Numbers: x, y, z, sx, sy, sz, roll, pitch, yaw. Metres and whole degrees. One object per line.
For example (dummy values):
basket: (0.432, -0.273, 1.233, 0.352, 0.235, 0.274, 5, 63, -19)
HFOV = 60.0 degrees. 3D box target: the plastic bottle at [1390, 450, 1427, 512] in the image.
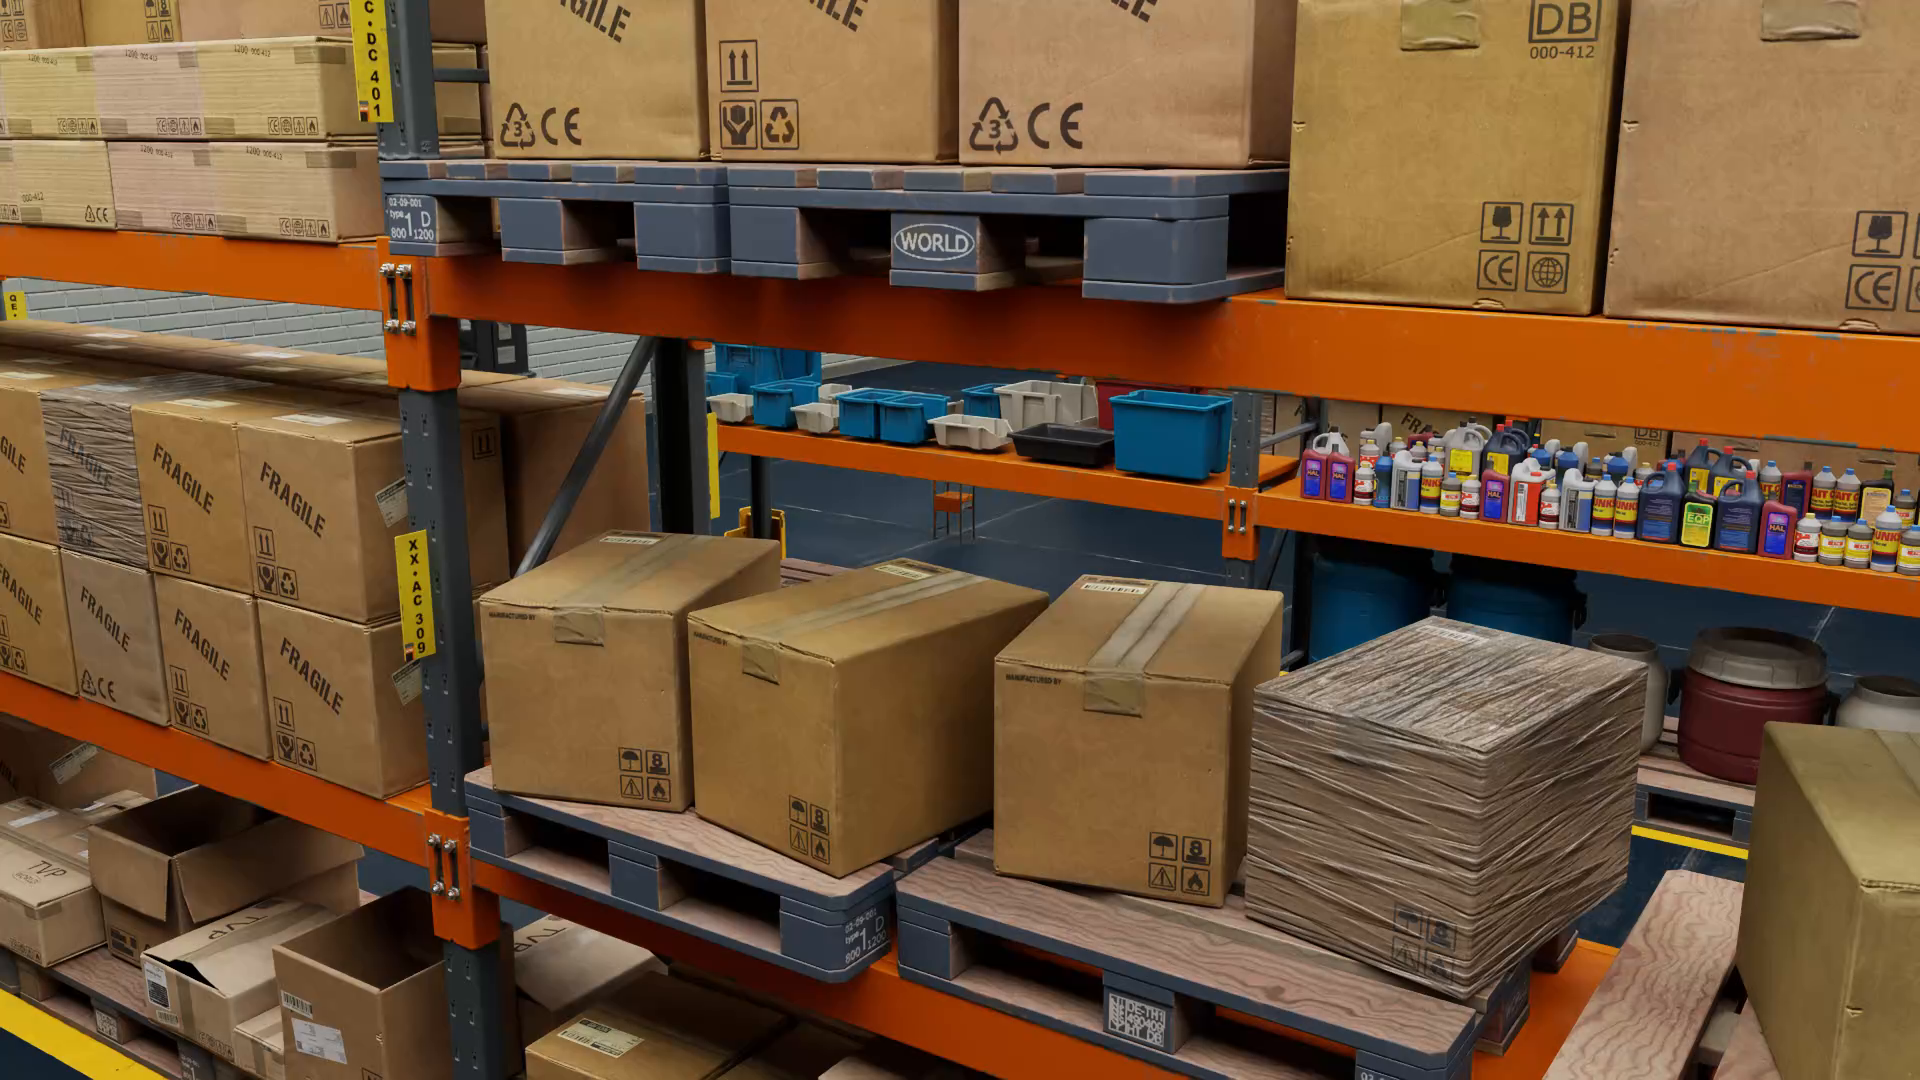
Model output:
plastic bottle: (2.164, -0.288, 8.001, 0.135, 0.276, 0.152, 9, 17, 33)

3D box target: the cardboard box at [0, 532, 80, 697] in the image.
cardboard box: (-2.917, 0.183, 5.635, 0.500, 0.500, 0.500, 9, 17, 34)

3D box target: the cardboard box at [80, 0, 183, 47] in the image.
cardboard box: (-2.258, -1.757, 5.146, 0.500, 0.500, 0.700, 9, 17, 33)

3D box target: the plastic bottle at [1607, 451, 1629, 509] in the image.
plastic bottle: (3.168, -0.291, 8.024, 0.097, 0.271, 0.097, 0, 14, 0)

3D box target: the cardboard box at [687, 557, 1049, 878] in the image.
cardboard box: (-0.204, 0.387, 3.934, 0.500, 0.500, 0.700, 13, 19, 42)

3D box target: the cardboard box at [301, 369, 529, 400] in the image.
cardboard box: (-1.741, -0.270, 5.383, 0.500, 0.500, 0.500, 9, 16, 31)

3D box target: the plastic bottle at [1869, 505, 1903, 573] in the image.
plastic bottle: (3.834, -0.008, 6.879, 0.097, 0.271, 0.097, 0, 14, 0)

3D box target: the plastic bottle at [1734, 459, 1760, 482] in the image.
plastic bottle: (3.679, -0.247, 7.836, 0.135, 0.276, 0.152, 9, 17, 33)

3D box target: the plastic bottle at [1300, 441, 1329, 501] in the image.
plastic bottle: (1.755, -0.344, 8.214, 0.133, 0.283, 0.061, 9, 17, 33)

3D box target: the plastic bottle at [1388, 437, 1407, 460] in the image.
plastic bottle: (2.308, -0.440, 8.772, 0.097, 0.201, 0.097, 0, 14, 0)

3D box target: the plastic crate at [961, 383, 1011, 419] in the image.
plastic crate: (0.217, -0.795, 10.016, 0.300, 0.233, 0.416, 9, 17, 33)

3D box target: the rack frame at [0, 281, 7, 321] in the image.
rack frame: (-4.398, -0.084, 6.922, 0.127, 3.000, 1.000, 9, 17, 33)

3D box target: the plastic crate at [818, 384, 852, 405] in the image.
plastic crate: (-0.853, -0.899, 10.638, 0.243, 0.136, 0.396, 9, 17, 33)

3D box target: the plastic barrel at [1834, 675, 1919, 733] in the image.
plastic barrel: (4.074, 0.885, 7.309, 0.421, 0.512, 0.421, 0, 14, 0)

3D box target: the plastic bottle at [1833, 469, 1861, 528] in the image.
plastic bottle: (4.062, -0.191, 7.618, 0.097, 0.271, 0.097, 0, 14, 0)

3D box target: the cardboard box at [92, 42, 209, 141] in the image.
cardboard box: (-2.047, -1.253, 4.670, 0.500, 0.250, 0.500, 9, 17, 33)

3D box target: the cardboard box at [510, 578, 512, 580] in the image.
cardboard box: (-1.350, 0.281, 5.238, 0.500, 0.500, 0.500, 10, 17, 34)

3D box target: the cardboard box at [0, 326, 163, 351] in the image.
cardboard box: (-3.455, -0.546, 6.497, 0.500, 0.500, 0.500, 10, 17, 34)

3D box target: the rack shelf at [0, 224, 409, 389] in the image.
rack shelf: (-2.738, -0.923, 5.564, 4.000, 0.370, 1.077, 9, 17, 33)

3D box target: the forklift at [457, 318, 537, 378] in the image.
forklift: (-3.809, -1.174, 11.468, 1.130, 2.935, 3.031, 10, 17, 36)

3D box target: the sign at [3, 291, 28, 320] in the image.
sign: (-4.071, -0.908, 7.181, 0.005, 0.325, 0.100, 9, 17, 33)

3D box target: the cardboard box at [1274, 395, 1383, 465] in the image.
cardboard box: (3.203, -0.920, 13.846, 0.875, 0.875, 0.875, 9, 17, 33)

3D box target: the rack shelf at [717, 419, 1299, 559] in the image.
rack shelf: (0.029, -0.454, 9.912, 4.000, 0.370, 1.077, 9, 17, 33)

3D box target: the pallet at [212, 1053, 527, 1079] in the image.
pallet: (-1.648, 1.713, 5.462, 1.213, 0.211, 1.003, 9, 17, 33)

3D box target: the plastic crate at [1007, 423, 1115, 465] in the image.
plastic crate: (0.610, -0.527, 9.158, 0.590, 0.125, 0.437, 9, 17, 33)

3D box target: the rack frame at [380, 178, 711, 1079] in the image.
rack frame: (-1.079, 0.452, 4.755, 0.127, 3.000, 1.000, 9, 17, 33)

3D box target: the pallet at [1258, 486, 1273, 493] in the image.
pallet: (2.849, -0.450, 14.202, 1.213, 0.211, 1.003, 9, 17, 33)

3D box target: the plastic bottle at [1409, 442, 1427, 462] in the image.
plastic bottle: (2.385, -0.410, 8.651, 0.097, 0.201, 0.097, 0, 14, 0)

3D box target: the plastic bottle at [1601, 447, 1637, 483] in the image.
plastic bottle: (3.222, -0.321, 8.134, 0.135, 0.276, 0.152, 9, 17, 33)

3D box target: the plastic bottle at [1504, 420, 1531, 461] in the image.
plastic bottle: (2.788, -0.428, 8.414, 0.185, 0.351, 0.144, 9, 17, 33)

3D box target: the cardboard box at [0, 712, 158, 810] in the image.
cardboard box: (-3.809, 0.939, 7.073, 0.500, 0.500, 0.500, 9, 17, 33)

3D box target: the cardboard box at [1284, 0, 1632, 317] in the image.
cardboard box: (1.005, -0.706, 2.982, 0.500, 0.500, 0.910, 9, 17, 33)

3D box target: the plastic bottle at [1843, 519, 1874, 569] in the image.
plastic bottle: (3.753, 0.013, 6.941, 0.097, 0.201, 0.097, 0, 14, 0)

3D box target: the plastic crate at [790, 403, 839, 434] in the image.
plastic crate: (-0.826, -0.723, 9.927, 0.298, 0.136, 0.250, 9, 17, 33)

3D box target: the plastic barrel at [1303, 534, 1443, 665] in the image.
plastic barrel: (2.131, 0.356, 8.635, 0.708, 0.901, 0.600, 9, 17, 33)

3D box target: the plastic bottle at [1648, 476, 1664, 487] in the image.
plastic bottle: (3.144, -0.161, 7.499, 0.097, 0.271, 0.097, 0, 14, 0)

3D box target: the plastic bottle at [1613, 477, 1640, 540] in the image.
plastic bottle: (2.983, -0.145, 7.435, 0.097, 0.271, 0.097, 0, 14, 0)

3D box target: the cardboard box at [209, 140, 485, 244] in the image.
cardboard box: (-1.631, -0.943, 4.461, 0.500, 0.250, 0.500, 9, 17, 33)

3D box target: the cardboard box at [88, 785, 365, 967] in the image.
cardboard box: (-2.641, 1.199, 6.015, 0.637, 0.503, 0.797, 9, 17, 33)

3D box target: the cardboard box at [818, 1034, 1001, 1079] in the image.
cardboard box: (0.016, 1.335, 3.912, 0.500, 0.250, 0.500, 9, 17, 33)

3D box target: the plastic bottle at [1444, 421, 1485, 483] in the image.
plastic bottle: (2.554, -0.424, 8.398, 0.185, 0.351, 0.144, 9, 17, 33)

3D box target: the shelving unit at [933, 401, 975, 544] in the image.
shelving unit: (-0.044, -0.517, 12.726, 0.252, 1.050, 0.215, 9, 17, 33)

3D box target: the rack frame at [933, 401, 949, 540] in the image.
rack frame: (-0.146, -0.533, 12.792, 0.008, 1.050, 0.200, 9, 17, 33)

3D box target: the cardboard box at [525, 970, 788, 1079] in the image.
cardboard box: (-0.813, 1.565, 4.544, 0.500, 0.500, 0.500, 8, 16, 30)

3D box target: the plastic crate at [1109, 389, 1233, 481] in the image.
plastic crate: (1.111, -0.551, 8.715, 0.575, 0.384, 0.392, 9, 17, 33)

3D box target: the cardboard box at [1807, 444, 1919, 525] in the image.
cardboard box: (6.476, -0.376, 11.649, 0.875, 0.875, 1.225, 9, 17, 33)

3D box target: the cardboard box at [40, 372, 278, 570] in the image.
cardboard box: (-2.487, -0.234, 5.236, 0.500, 0.500, 0.500, 9, 17, 33)
